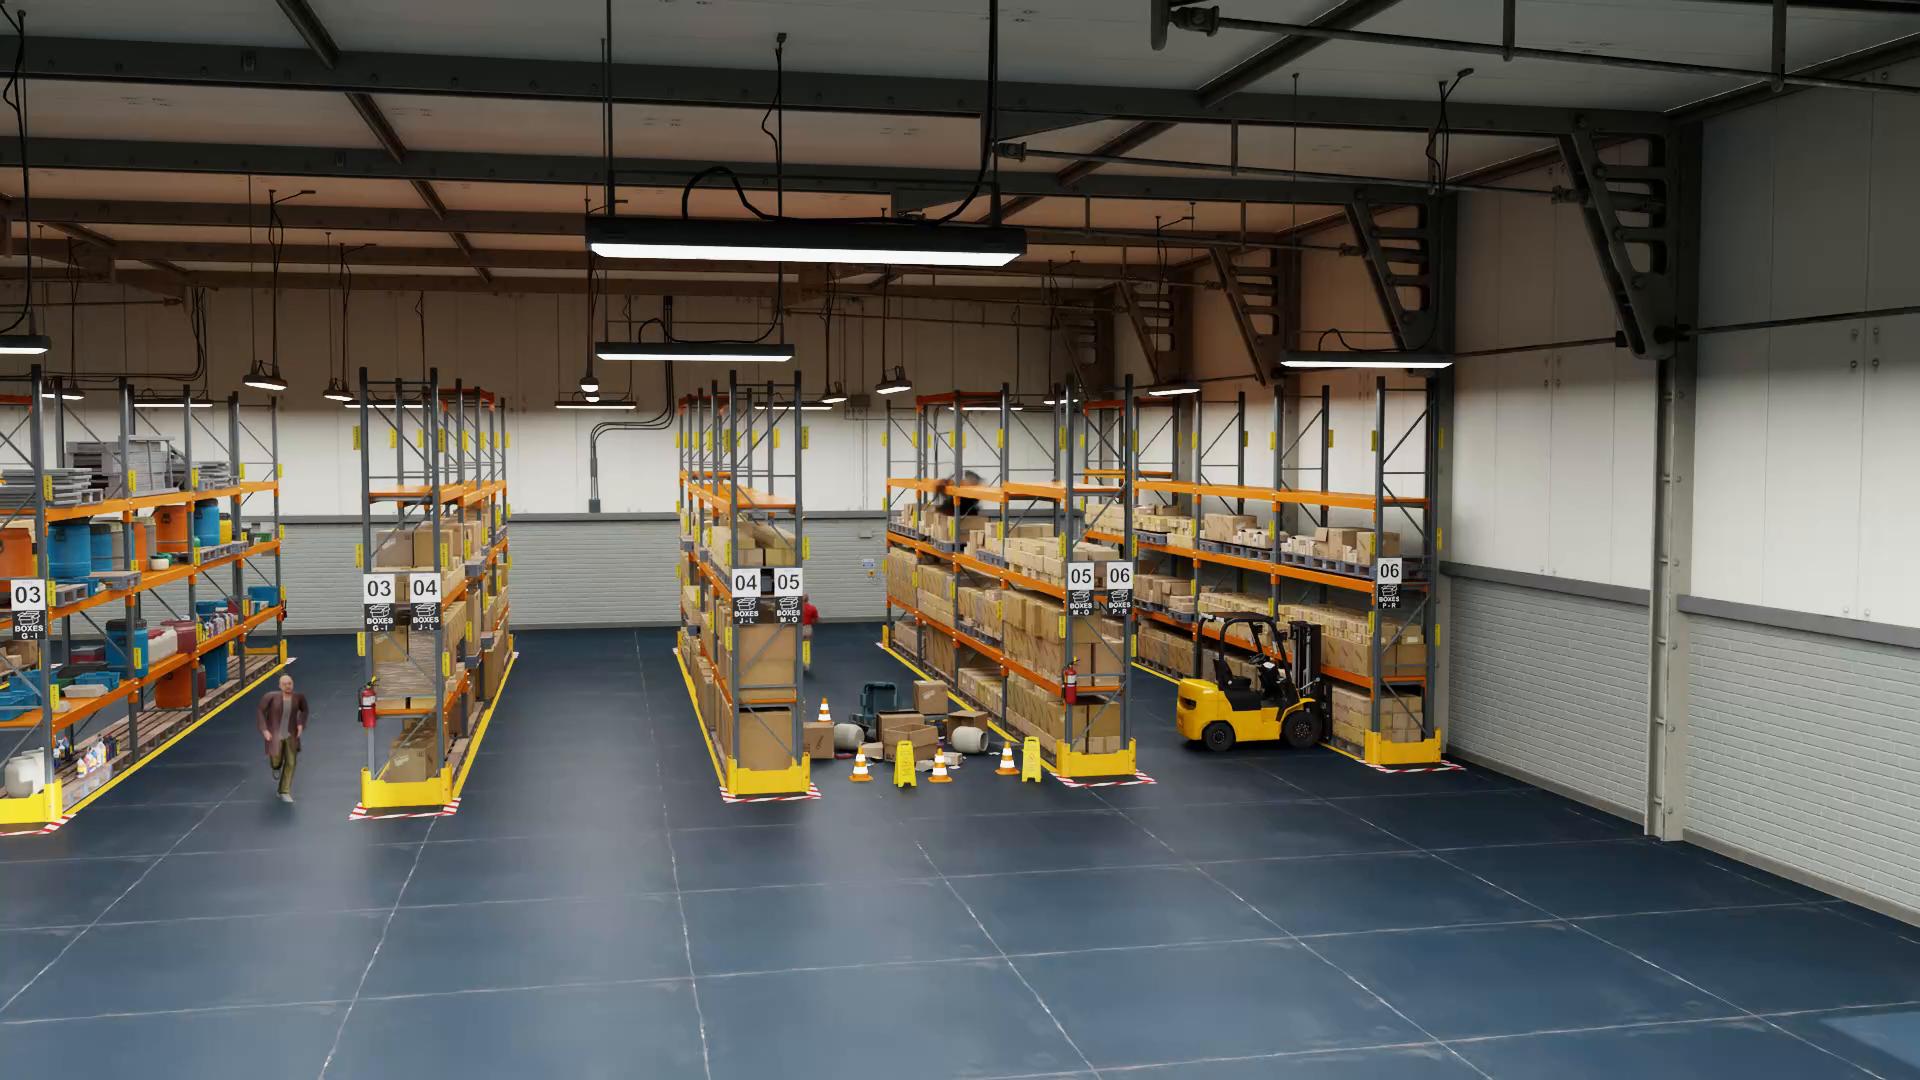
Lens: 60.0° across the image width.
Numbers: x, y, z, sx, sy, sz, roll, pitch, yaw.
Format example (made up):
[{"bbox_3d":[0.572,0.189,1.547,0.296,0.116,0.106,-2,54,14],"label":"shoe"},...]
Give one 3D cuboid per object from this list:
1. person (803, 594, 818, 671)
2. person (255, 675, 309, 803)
[{"bbox_3d":[-3.416,2.009,36.146,0.672,1.703,0.629,-1,4,-15],"label":"person"},{"bbox_3d":[-9.527,2.762,23.391,0.718,1.759,0.938,-2,4,-32],"label":"person"}]
